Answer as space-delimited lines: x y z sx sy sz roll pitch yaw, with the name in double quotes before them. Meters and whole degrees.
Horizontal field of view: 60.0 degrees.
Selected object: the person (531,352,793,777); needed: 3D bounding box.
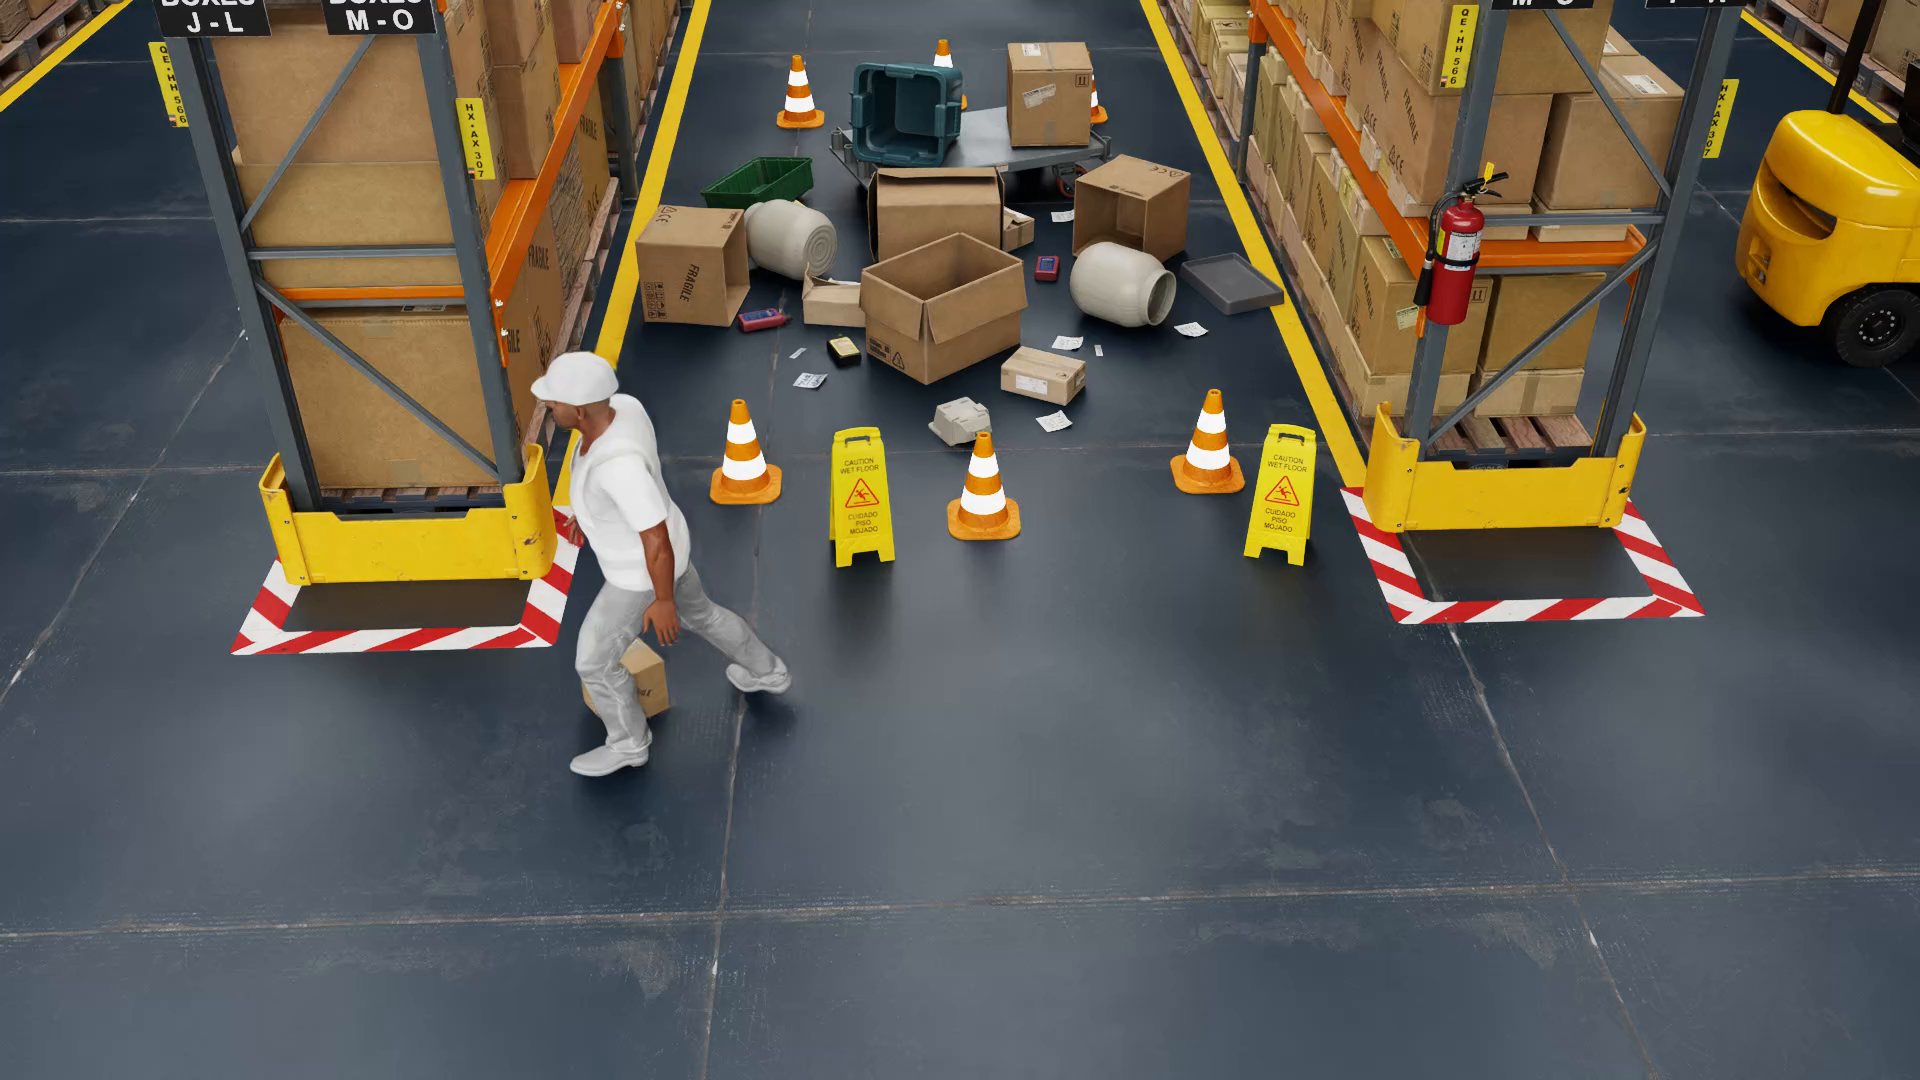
"person" -1.076 0.061 6.062 0.848 1.710 0.683 -3 35 -4
